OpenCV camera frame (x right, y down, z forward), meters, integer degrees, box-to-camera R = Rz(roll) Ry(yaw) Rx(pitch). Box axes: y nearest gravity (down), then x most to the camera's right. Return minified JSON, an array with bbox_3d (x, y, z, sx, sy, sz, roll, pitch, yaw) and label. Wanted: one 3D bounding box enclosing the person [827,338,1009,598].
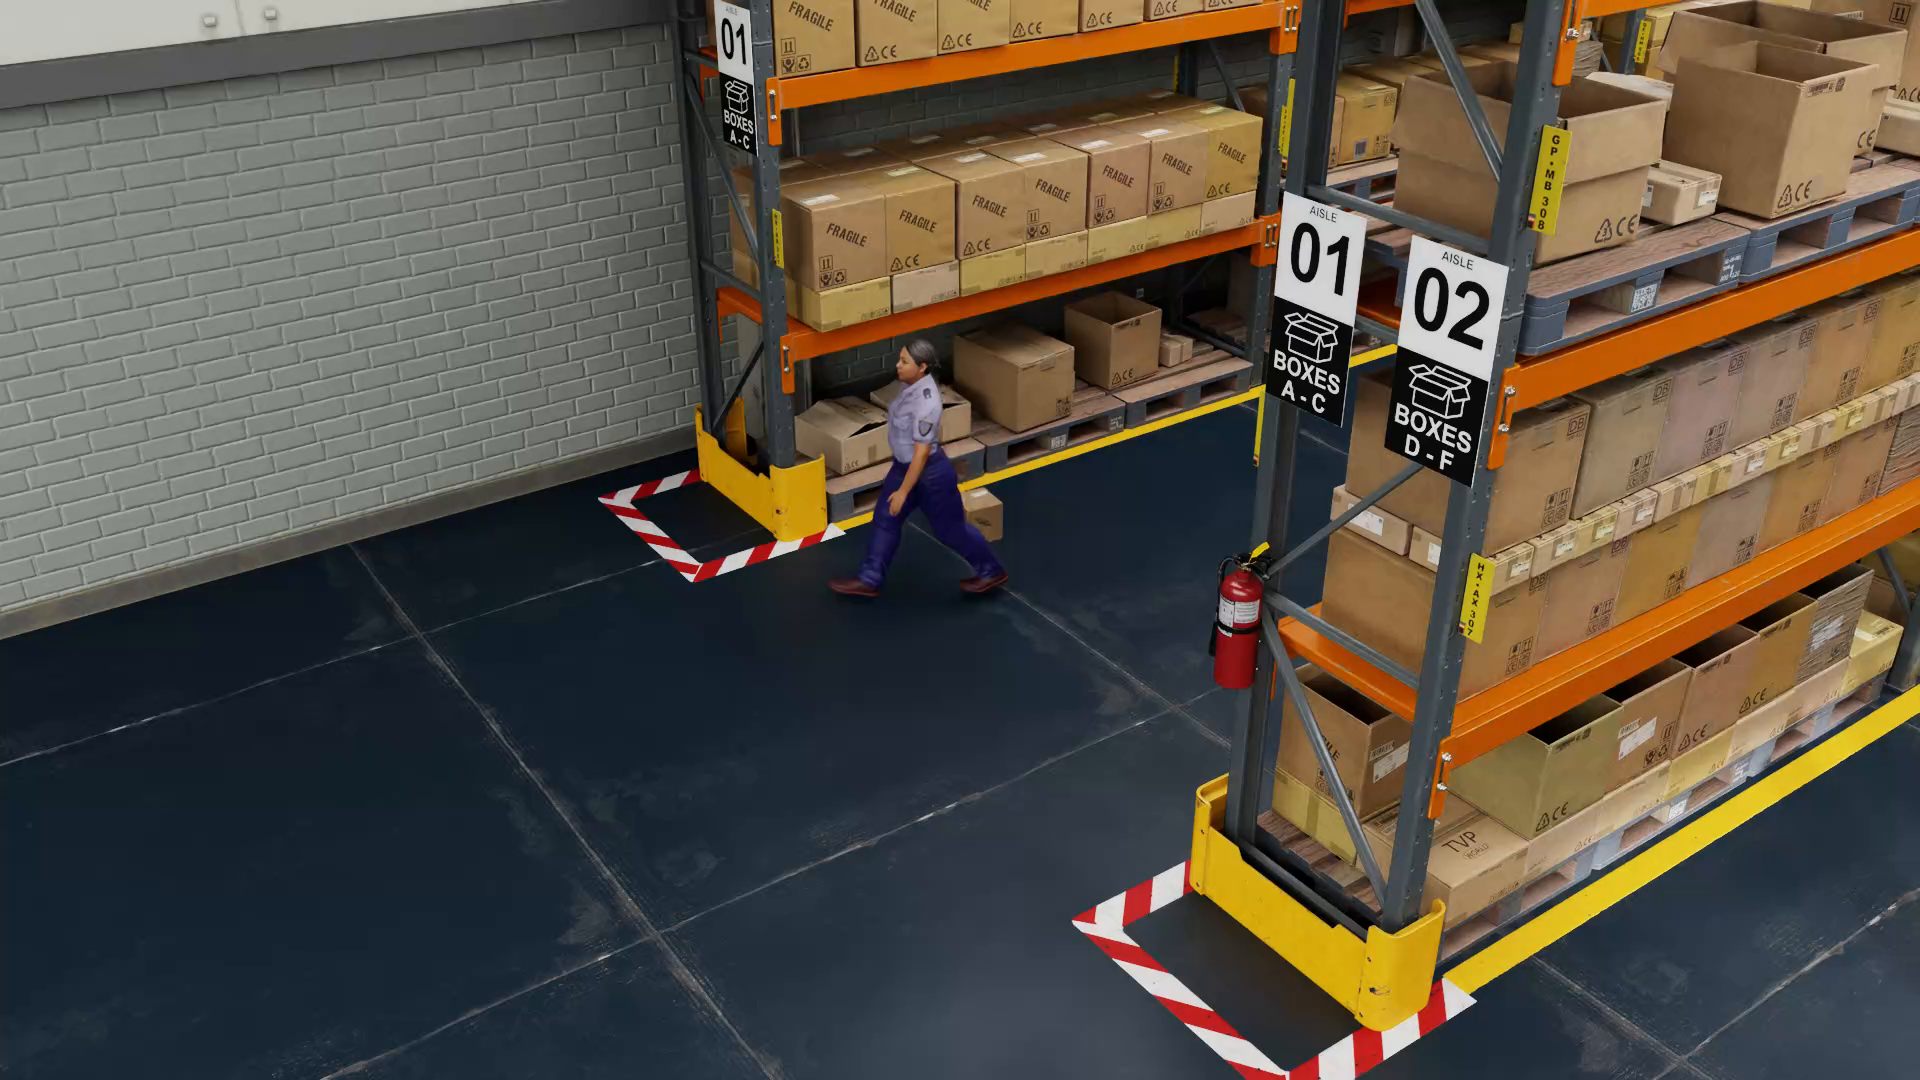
[{"bbox_3d":[-0.243,-0.375,9.333,1.024,1.595,0.515,-8,30,-14],"label":"person"}]
